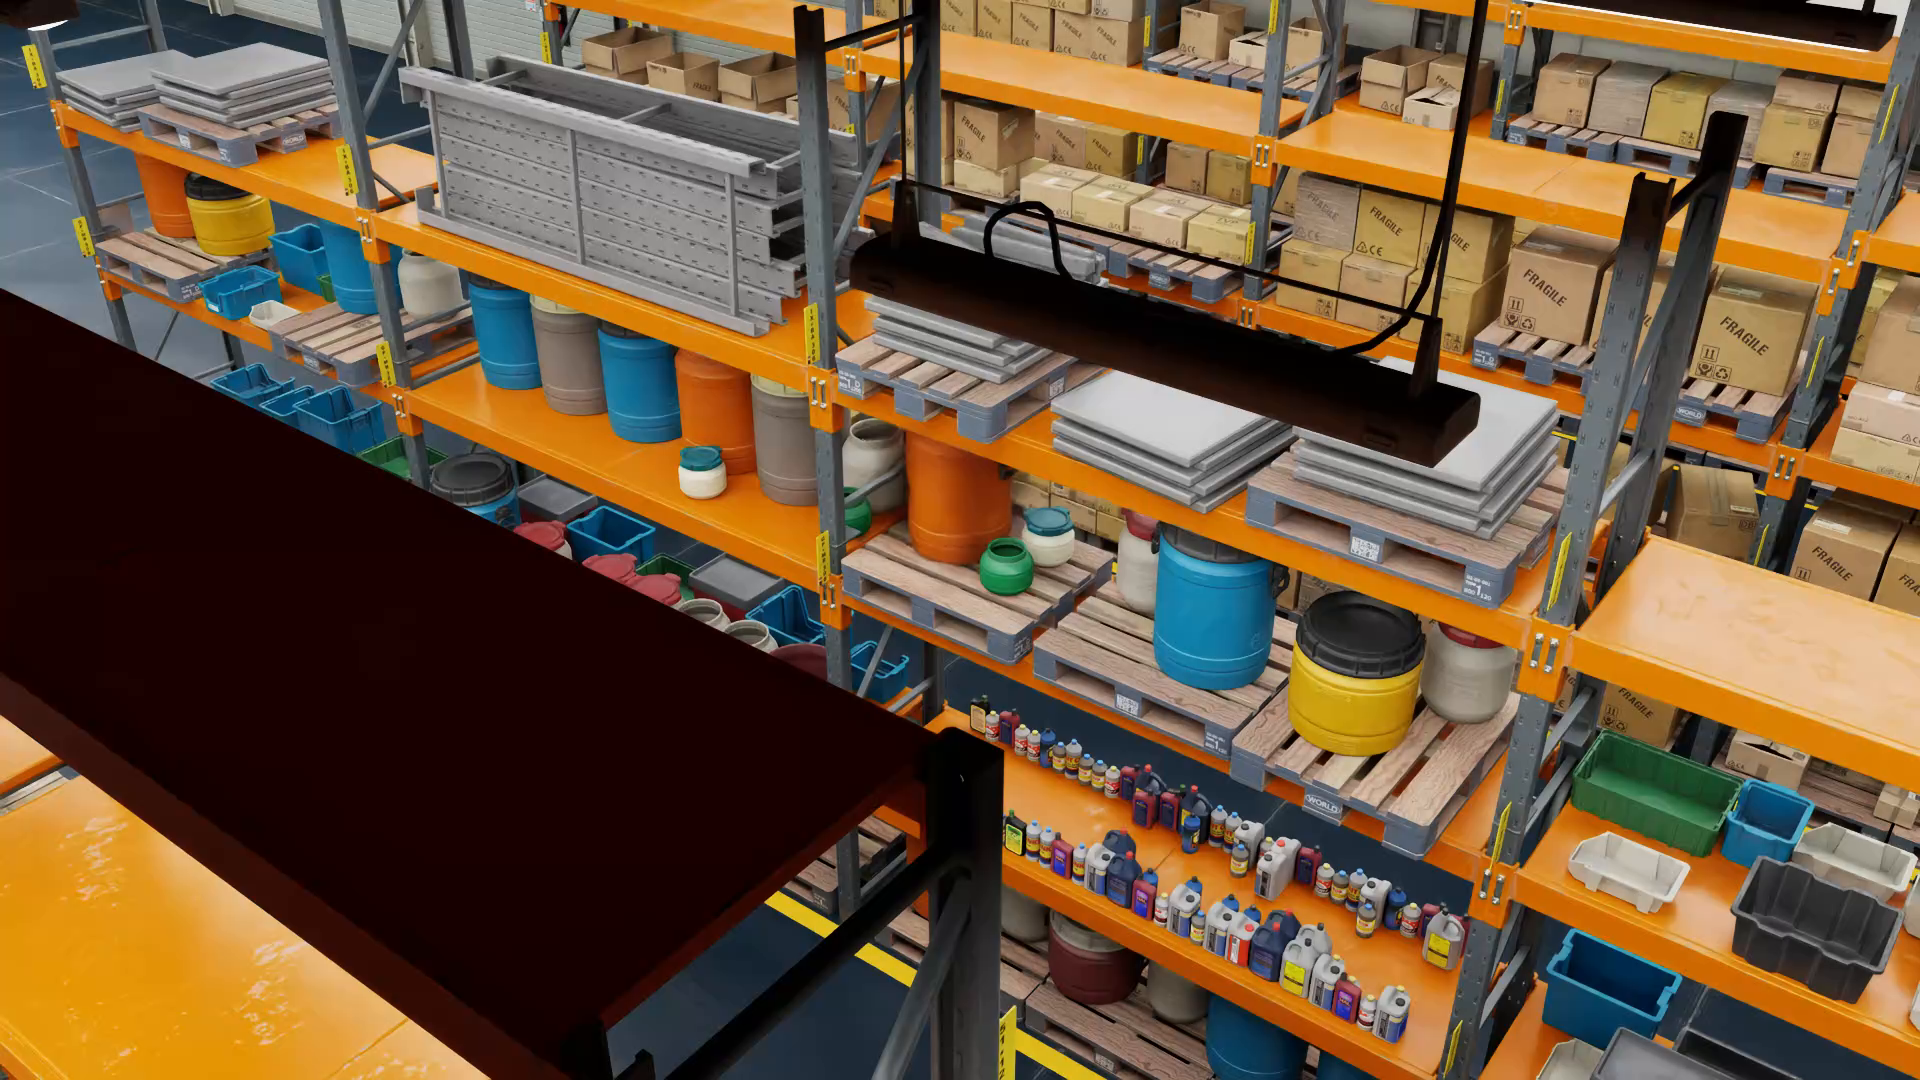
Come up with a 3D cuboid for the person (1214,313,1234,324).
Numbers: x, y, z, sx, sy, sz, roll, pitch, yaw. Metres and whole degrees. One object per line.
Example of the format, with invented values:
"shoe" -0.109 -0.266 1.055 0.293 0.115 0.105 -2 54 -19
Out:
"person" 2.443 -1.509 16.208 0.441 1.586 0.454 26 40 36
